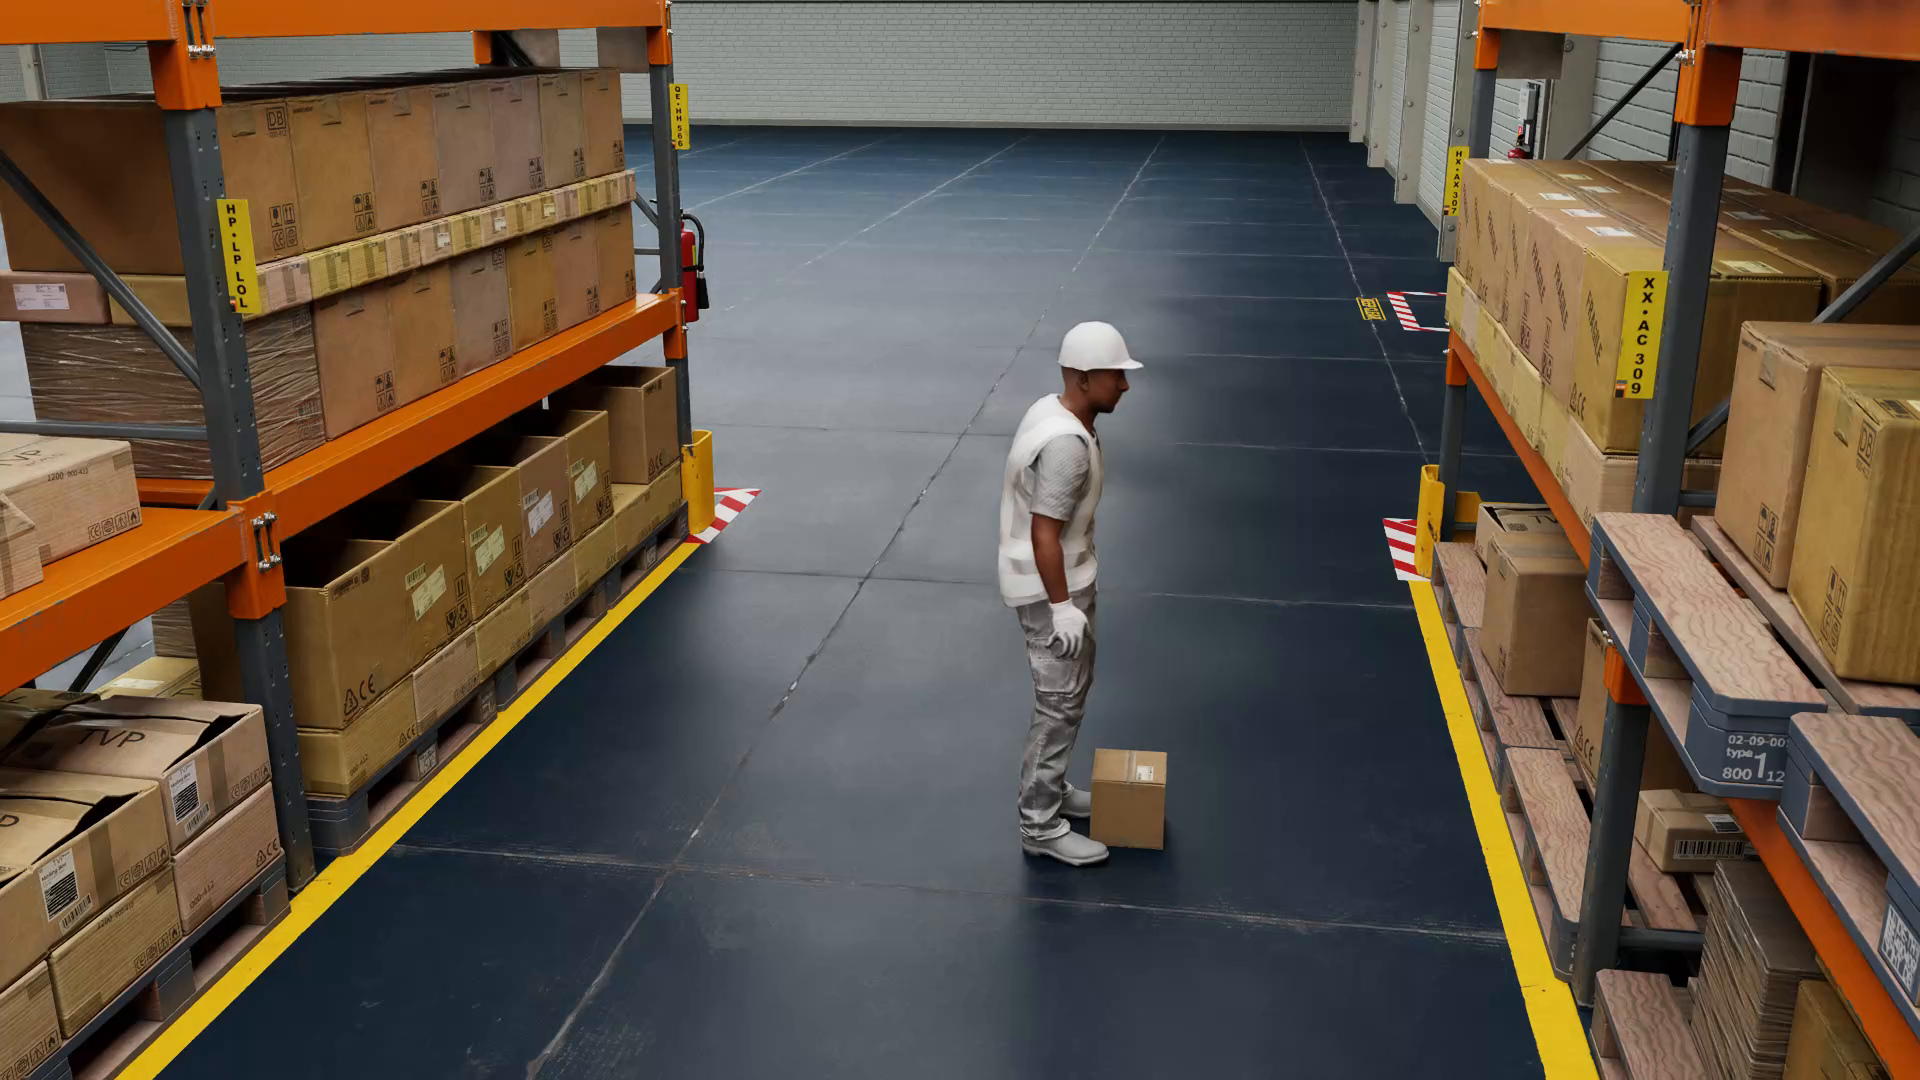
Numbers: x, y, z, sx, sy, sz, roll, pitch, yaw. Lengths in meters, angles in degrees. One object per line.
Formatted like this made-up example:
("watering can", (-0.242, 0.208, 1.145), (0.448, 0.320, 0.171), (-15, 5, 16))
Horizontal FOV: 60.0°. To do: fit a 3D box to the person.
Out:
("person", (0.357, 0.160, 5.532), (0.454, 1.774, 0.624), (3, 18, 8))
